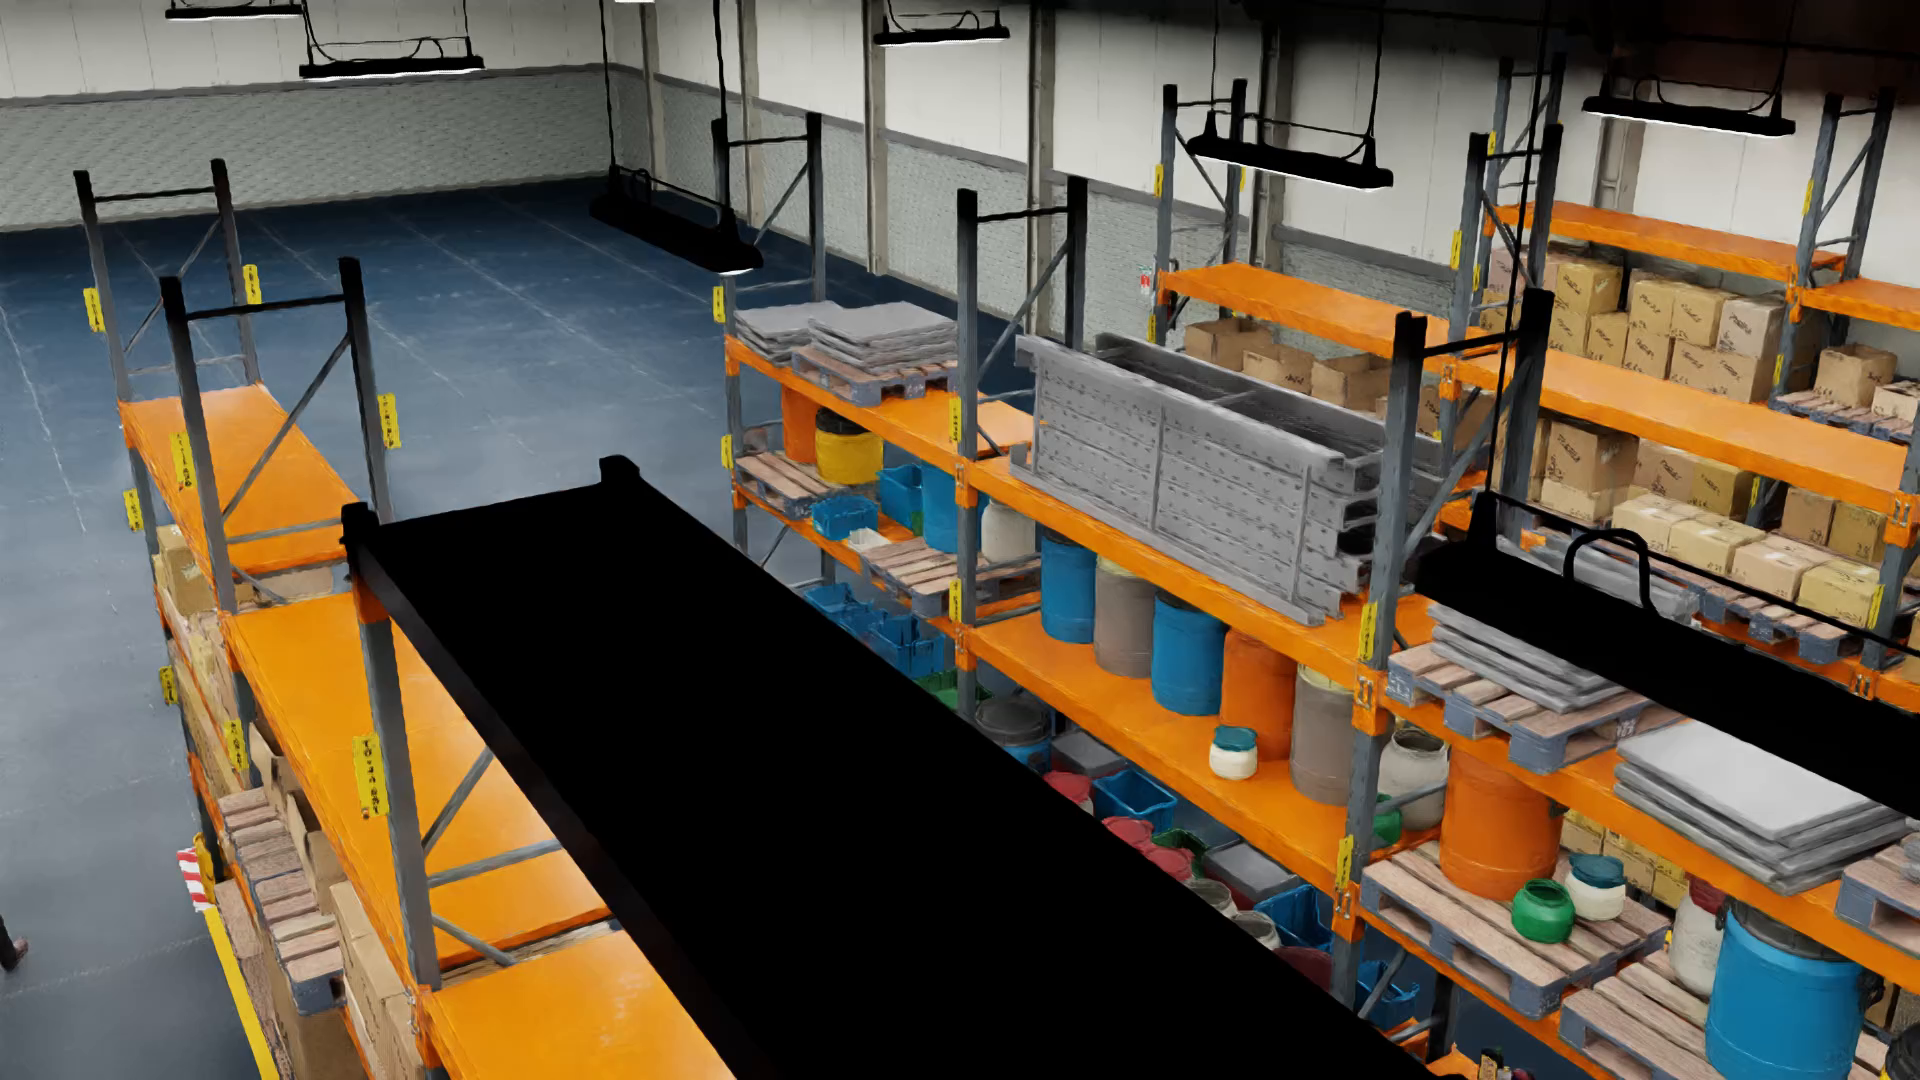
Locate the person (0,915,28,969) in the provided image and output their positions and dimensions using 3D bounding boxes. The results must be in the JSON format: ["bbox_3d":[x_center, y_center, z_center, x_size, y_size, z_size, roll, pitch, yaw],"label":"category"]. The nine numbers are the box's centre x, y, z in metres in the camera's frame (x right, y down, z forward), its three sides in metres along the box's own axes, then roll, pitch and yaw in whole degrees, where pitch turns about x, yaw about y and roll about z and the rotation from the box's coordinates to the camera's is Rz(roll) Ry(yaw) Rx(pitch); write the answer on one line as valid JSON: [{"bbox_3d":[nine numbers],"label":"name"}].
[{"bbox_3d":[-7.577,2.688,12.535,0.491,1.604,0.931,-3,22,-8],"label":"person"}]
